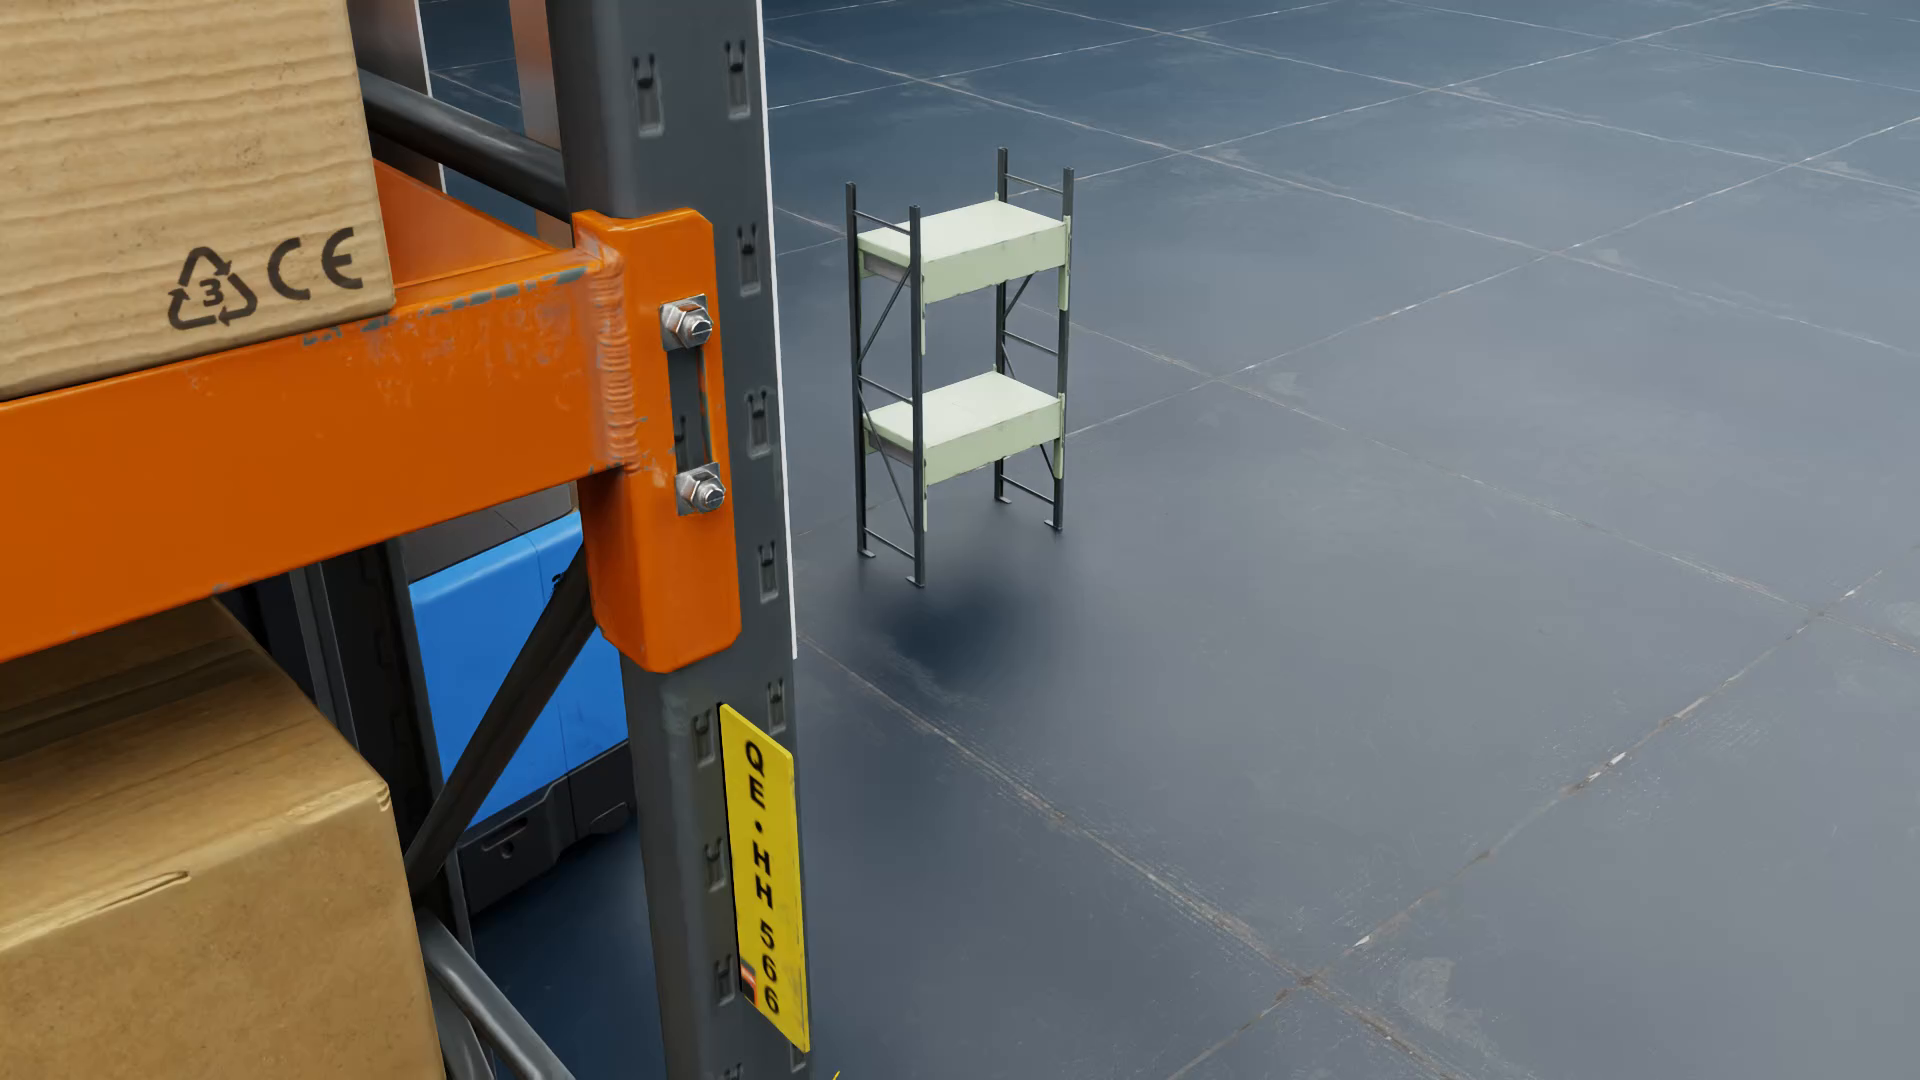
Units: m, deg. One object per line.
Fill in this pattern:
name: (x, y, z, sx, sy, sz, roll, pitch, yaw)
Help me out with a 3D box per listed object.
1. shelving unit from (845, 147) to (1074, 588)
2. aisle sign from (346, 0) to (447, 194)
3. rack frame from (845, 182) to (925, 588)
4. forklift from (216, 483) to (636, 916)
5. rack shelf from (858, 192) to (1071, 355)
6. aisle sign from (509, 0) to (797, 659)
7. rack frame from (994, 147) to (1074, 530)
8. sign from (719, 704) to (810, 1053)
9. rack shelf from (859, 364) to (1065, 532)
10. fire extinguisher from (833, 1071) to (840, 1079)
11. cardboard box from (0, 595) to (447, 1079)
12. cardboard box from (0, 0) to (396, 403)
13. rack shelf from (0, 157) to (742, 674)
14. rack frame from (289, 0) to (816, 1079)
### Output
shelving unit: (0.005, -0.664, 6.400, 0.755, 1.500, 0.431, -22, 35, -35)
aisle sign: (-0.661, -0.529, 1.800, 0.004, 0.787, 0.394, -22, 35, -35)
rack frame: (-0.273, -0.552, 6.191, 0.023, 1.500, 0.400, -22, 35, -35)
forklift: (-2.266, -0.084, 3.798, 1.130, 2.935, 3.031, 22, 35, 35)
rack shelf: (0.005, -1.008, 6.216, 0.720, 0.370, 0.431, -22, 35, -35)
aisle sign: (-0.272, -0.314, 1.397, 0.004, 0.787, 0.394, -22, 35, -35)
rack frame: (0.284, -0.775, 6.610, 0.023, 1.500, 0.400, -22, 35, -35)
sign: (-0.169, 0.299, 1.445, 0.005, 0.325, 0.100, -22, 35, -35)
rack shelf: (0.005, -0.376, 6.554, 0.720, 0.370, 0.431, -22, 35, -35)
fire extinguisher: (-0.127, 0.908, 1.950, 0.183, 0.674, 0.296, -22, 35, -35)
cardboard box: (-0.772, 0.384, 1.366, 0.500, 0.500, 0.500, -22, 35, -35)
cardboard box: (-0.715, -0.275, 1.058, 0.500, 0.250, 0.500, -21, 35, -34)
rack shelf: (-2.035, 0.350, 0.494, 4.000, 0.370, 1.077, -22, 35, -35)
rack frame: (-0.516, 0.743, 2.178, 0.053, 2.616, 0.949, -22, 35, -35)
